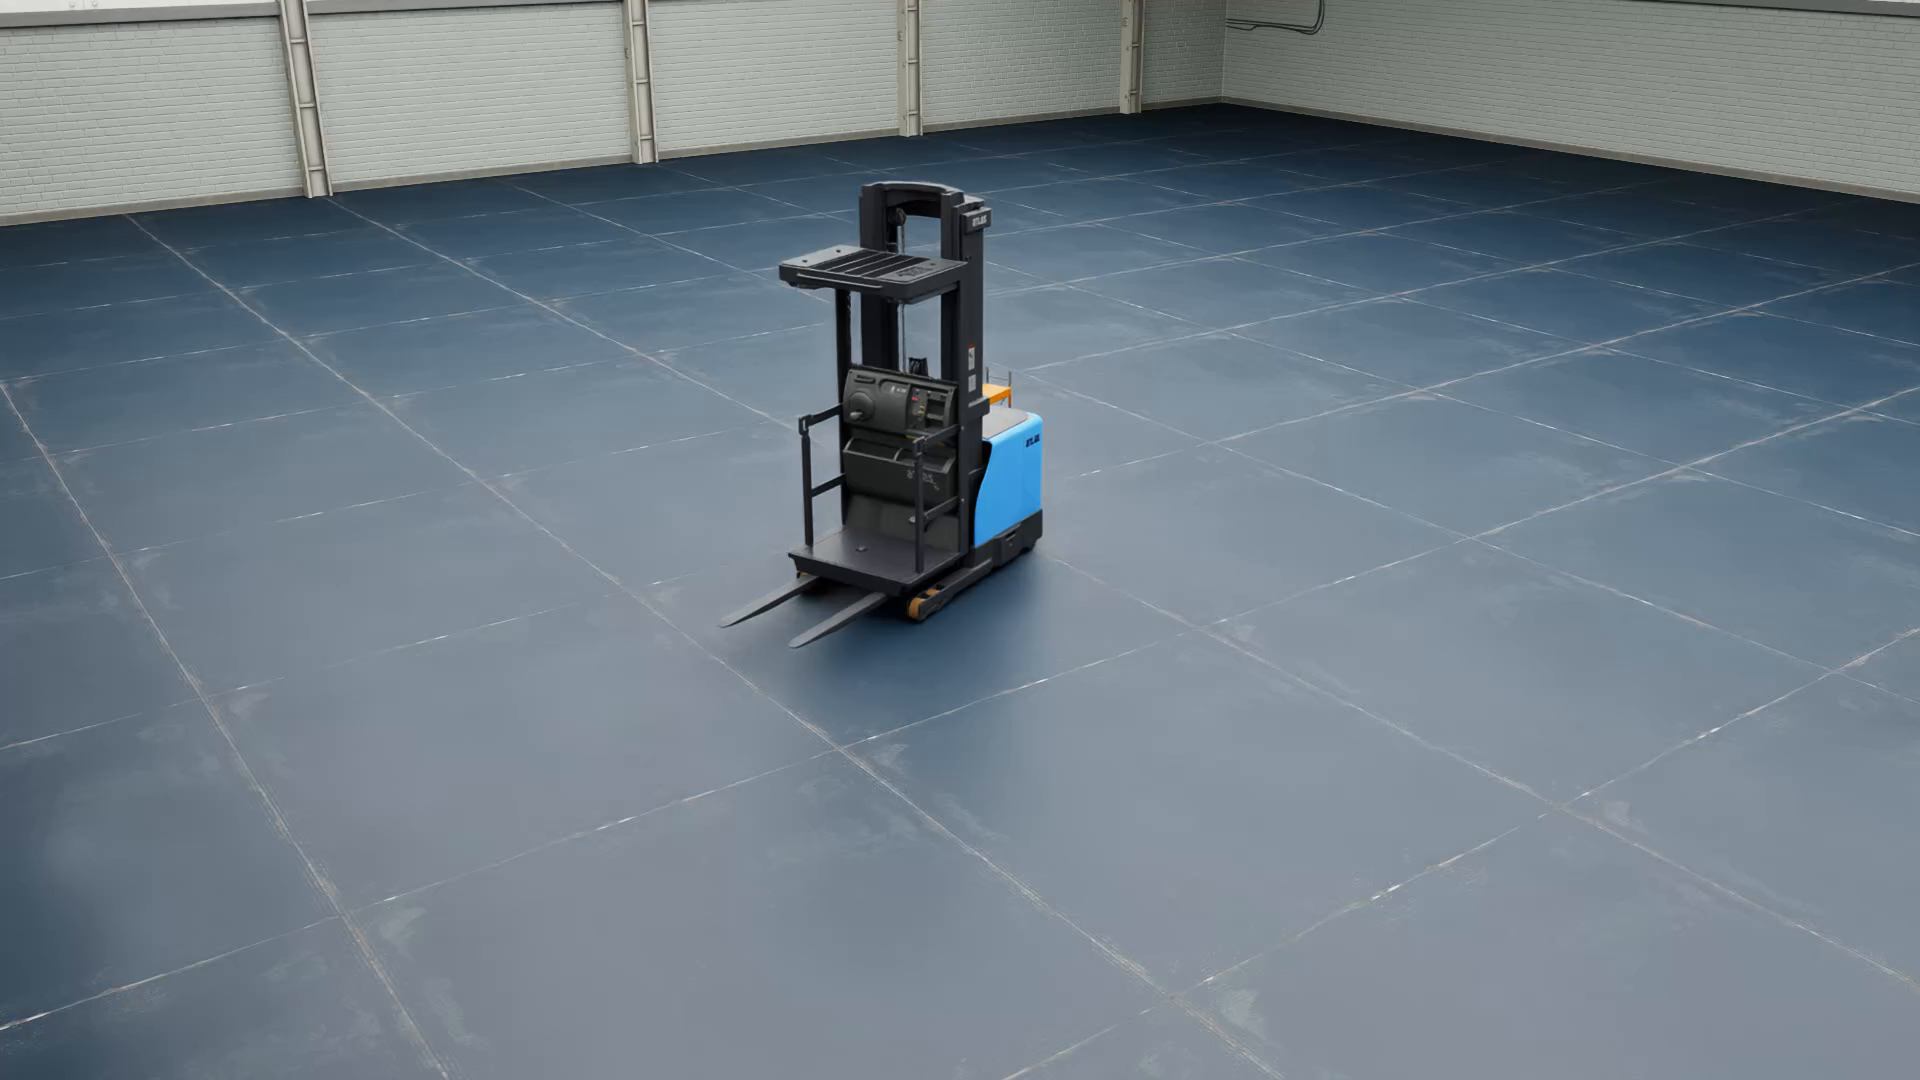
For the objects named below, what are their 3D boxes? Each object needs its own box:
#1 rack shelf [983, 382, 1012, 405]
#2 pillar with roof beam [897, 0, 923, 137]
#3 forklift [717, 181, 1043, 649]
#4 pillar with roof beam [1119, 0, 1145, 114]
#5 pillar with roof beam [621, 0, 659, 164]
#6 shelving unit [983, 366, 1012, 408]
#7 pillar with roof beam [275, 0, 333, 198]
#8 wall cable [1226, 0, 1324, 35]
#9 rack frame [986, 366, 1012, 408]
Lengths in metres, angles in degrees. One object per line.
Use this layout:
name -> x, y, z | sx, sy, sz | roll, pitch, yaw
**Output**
rack shelf -> 0.189, -1.145, 13.588 | 0.258, 0.148, 0.480 | 13, 25, 30
pillar with roof beam -> 1.494, -11.263, 29.479 | 0.400, 9.000, 9.100 | -15, 26, -33
forklift -> -0.560, -0.979, 11.895 | 1.130, 2.935, 3.031 | 13, 25, 30
pillar with roof beam -> 6.365, -12.561, 32.733 | 0.400, 9.000, 9.100 | -15, 26, -33
pillar with roof beam -> -3.376, -9.964, 26.224 | 0.400, 9.000, 9.100 | -15, 26, -33
shelving unit -> 0.189, -0.780, 13.733 | 0.258, 1.200, 0.503 | 13, 25, 30
pillar with roof beam -> -8.246, -8.665, 22.970 | 0.400, 9.000, 9.100 | -15, 26, -33
wall cable -> 7.014, -12.654, 37.156 | 0.112, 2.526, 3.097 | -15, 26, -33
rack frame -> 0.320, -0.857, 13.924 | 0.240, 1.200, 0.015 | 13, 25, 30
